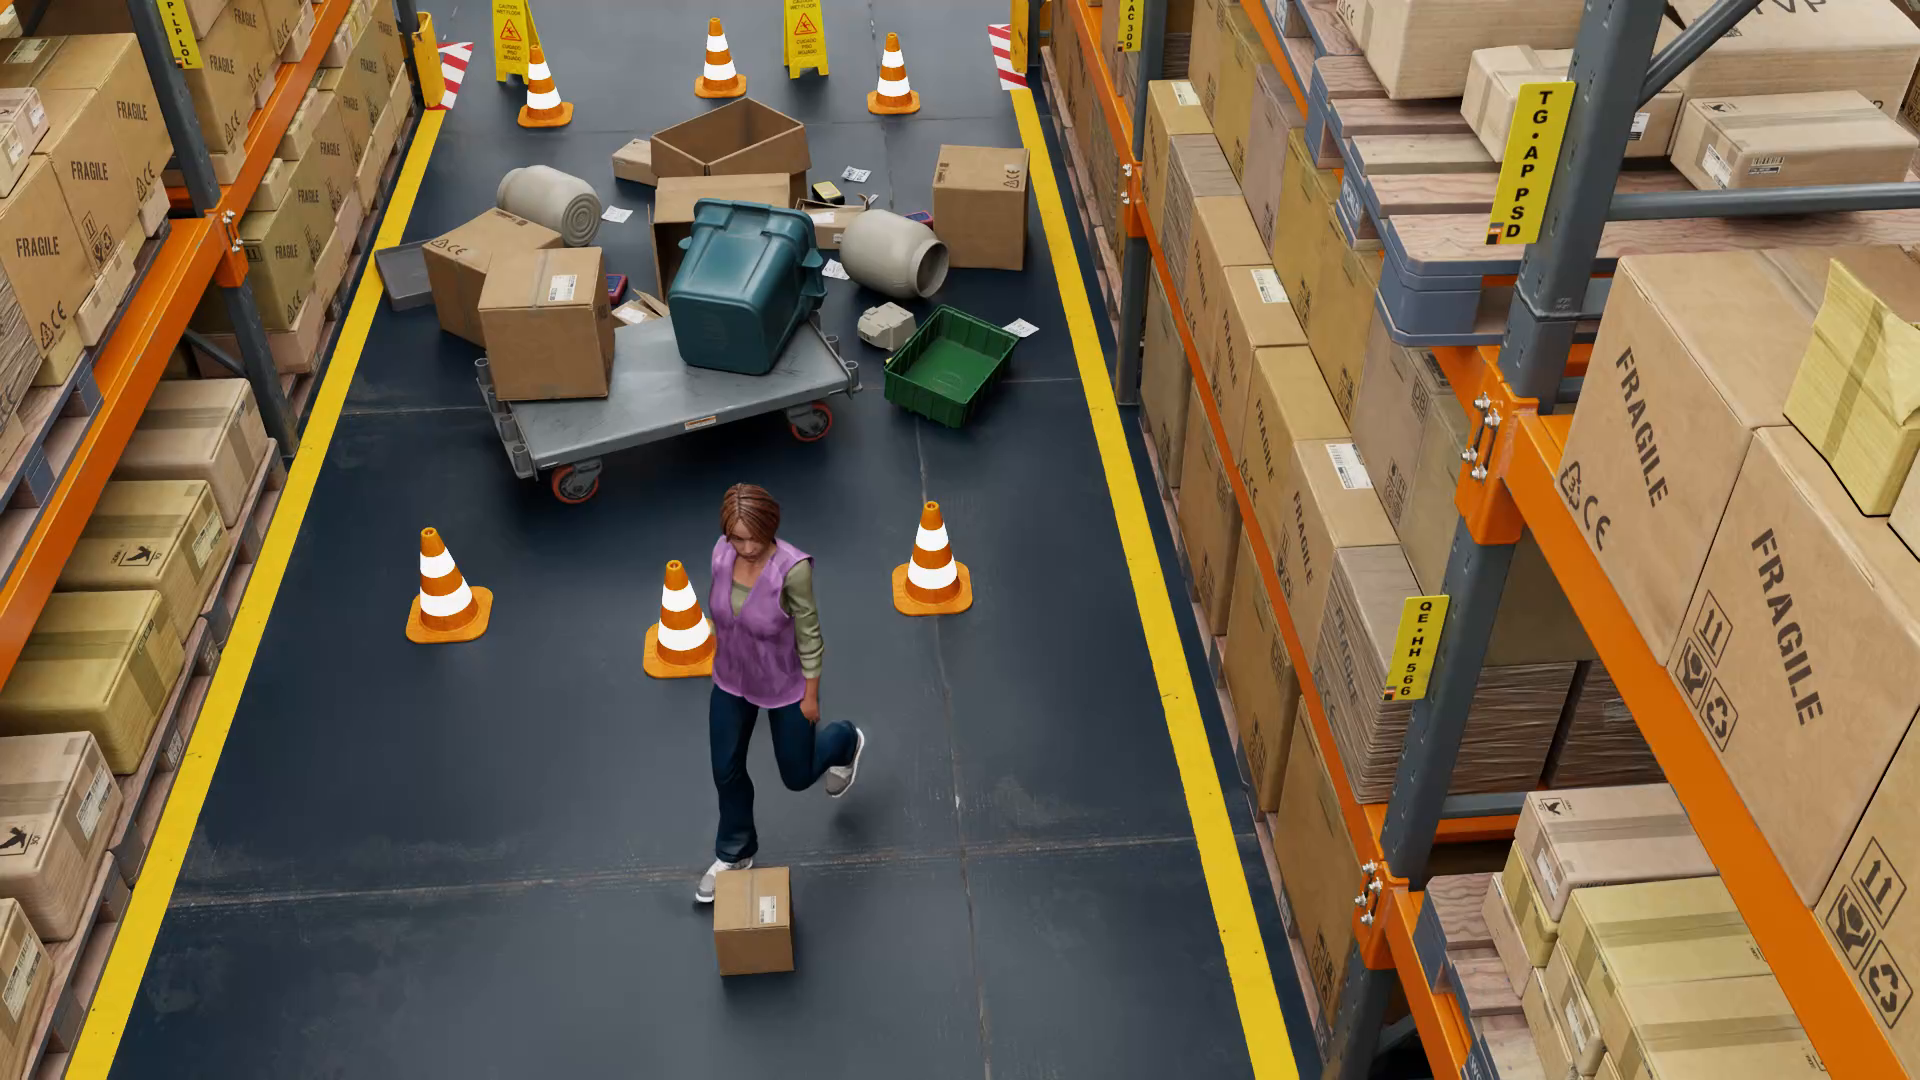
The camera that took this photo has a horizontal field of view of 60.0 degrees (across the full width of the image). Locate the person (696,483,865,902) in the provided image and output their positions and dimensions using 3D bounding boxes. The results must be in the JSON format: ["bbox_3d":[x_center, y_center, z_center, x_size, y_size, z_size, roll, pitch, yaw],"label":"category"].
[{"bbox_3d":[-0.665,0.485,5.586,0.435,1.554,0.788,17,43,19],"label":"person"}]
